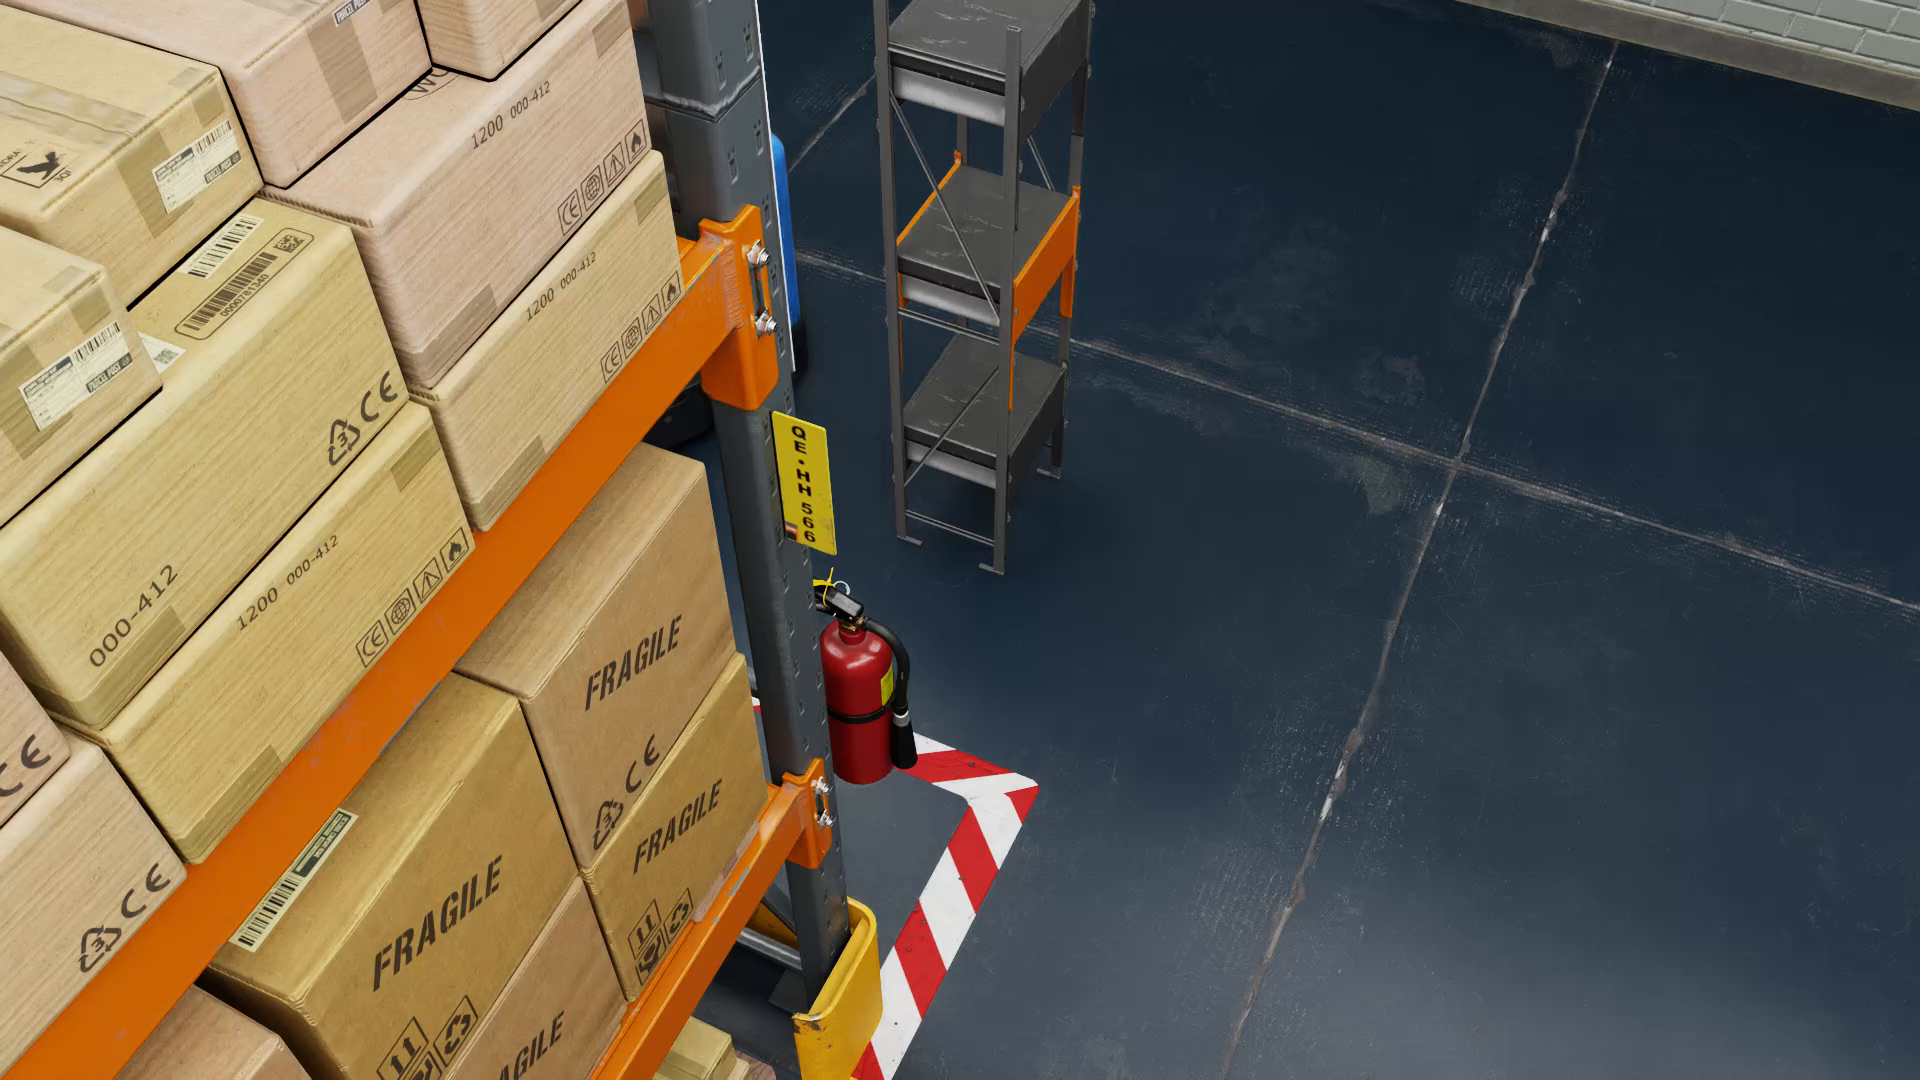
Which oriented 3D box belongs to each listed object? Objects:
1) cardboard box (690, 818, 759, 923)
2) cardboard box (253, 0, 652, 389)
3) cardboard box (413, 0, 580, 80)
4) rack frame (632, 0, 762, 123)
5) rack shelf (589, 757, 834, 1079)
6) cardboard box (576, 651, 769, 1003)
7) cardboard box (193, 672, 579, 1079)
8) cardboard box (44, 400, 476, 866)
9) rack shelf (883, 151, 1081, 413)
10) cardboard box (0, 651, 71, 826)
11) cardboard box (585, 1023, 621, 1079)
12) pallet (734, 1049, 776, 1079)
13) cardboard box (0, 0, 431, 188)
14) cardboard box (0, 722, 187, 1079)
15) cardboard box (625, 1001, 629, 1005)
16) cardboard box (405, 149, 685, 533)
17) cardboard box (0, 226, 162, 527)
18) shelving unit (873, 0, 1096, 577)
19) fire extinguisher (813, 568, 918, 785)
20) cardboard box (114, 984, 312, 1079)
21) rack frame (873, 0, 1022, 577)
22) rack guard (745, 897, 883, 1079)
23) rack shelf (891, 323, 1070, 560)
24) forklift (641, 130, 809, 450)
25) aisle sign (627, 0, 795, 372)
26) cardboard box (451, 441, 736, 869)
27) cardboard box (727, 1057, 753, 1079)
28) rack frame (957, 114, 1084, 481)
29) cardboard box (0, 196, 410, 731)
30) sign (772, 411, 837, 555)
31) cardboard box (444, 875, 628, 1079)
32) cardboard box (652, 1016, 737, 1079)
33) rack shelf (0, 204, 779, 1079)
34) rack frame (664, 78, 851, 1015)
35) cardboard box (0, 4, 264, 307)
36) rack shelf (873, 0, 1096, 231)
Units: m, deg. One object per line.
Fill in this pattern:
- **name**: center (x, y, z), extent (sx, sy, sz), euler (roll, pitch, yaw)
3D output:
- **cardboard box**: center (-0.646, 0.587, 3.446), extent (0.380, 0.149, 0.250), euler (20, 52, 16)
- **cardboard box**: center (-0.729, -0.496, 2.003), extent (0.500, 0.250, 0.500), euler (18, 52, 15)
- **cardboard box**: center (-0.639, -0.701, 1.916), extent (0.380, 0.149, 0.250), euler (19, 52, 16)
- **rack frame**: center (-0.762, -1.755, 1.335), extent (1.000, 3.000, 0.127), euler (20, 52, 16)
- **rack shelf**: center (-1.617, 1.800, 2.722), extent (1.077, 0.370, 4.000), euler (20, 52, 16)
- **cardboard box**: center (-0.722, 0.454, 3.134), extent (0.500, 0.500, 0.500), euler (21, 53, 17)
- **cardboard box**: center (-0.949, 0.481, 2.453), extent (0.500, 0.500, 0.500), euler (18, 52, 15)
- **cardboard box**: center (-0.929, 0.019, 1.893), extent (0.500, 0.250, 0.500), euler (20, 52, 16)
- **rack shelf**: center (0.071, -0.786, 5.058), extent (0.431, 0.518, 0.480), euler (20, 52, 16)
- **cardboard box**: center (-1.168, 0.208, 1.404), extent (0.500, 0.250, 0.500), euler (21, 53, 17)
- **cardboard box**: center (-0.880, 0.924, 3.159), extent (0.380, 0.149, 0.250), euler (19, 52, 16)
- **pallet**: center (-1.174, 1.693, 4.171), extent (1.003, 0.211, 1.213), euler (20, 52, 16)
- **cardboard box**: center (-0.813, -0.556, 1.793), extent (0.380, 0.149, 0.250), euler (20, 53, 17)
- **cardboard box**: center (-1.153, 0.356, 1.607), extent (0.500, 0.250, 0.500), euler (22, 53, 18)
- **cardboard box**: center (-0.786, 0.746, 3.311), extent (0.380, 0.149, 0.250), euler (20, 52, 16)
- **cardboard box**: center (-0.717, -0.335, 2.194), extent (0.500, 0.250, 0.500), euler (19, 52, 15)
- **cardboard box**: center (-0.956, -0.169, 1.463), extent (0.380, 0.149, 0.250), euler (21, 53, 17)
- **shelving unit**: center (0.071, -0.794, 5.047), extent (0.431, 2.100, 0.503), euler (20, 52, 16)
- **fire extinguisher**: center (-0.237, 0.312, 3.811), extent (0.296, 0.674, 0.183), euler (20, 52, 16)
- **cardboard box**: center (-1.163, 0.842, 2.146), extent (0.500, 0.500, 0.500), euler (22, 53, 18)
- **rack frame**: center (-0.034, -0.626, 4.904), extent (0.400, 2.100, 0.015), euler (20, 52, 16)
- **rack guard**: center (-0.795, 1.052, 4.527), extent (1.175, 0.500, 0.348), euler (20, 52, 16)
- **rack shelf**: center (0.071, -0.332, 5.591), extent (0.431, 0.518, 0.480), euler (20, 52, 16)
- **forklift**: center (-2.065, -1.210, 4.855), extent (3.031, 2.935, 1.130), euler (-28, 55, -22)
- **aisle sign**: center (-0.460, -0.606, 2.589), extent (0.394, 0.787, 0.004), euler (20, 52, 16)
- **cardboard box**: center (-0.733, 0.132, 2.750), extent (0.500, 0.500, 0.500), euler (19, 52, 15)
- **cardboard box**: center (-0.730, 1.337, 4.044), extent (0.380, 0.149, 0.250), euler (19, 52, 15)
- **rack frame**: center (0.175, -0.962, 5.190), extent (0.400, 2.100, 0.015), euler (20, 52, 16)
- **cardboard box**: center (-0.946, -0.144, 1.703), extent (0.500, 0.250, 0.500), euler (19, 52, 15)
- **sign**: center (-0.269, -0.094, 2.893), extent (0.100, 0.325, 0.005), euler (20, 52, 16)
- **cardboard box**: center (-0.946, 0.807, 2.833), extent (0.500, 0.500, 0.500), euler (19, 52, 16)
- **cardboard box**: center (-0.759, 1.231, 3.938), extent (0.380, 0.149, 0.250), euler (20, 53, 16)
- **rack shelf**: center (-1.617, 0.827, 1.579), extent (1.077, 0.370, 4.000), euler (20, 52, 16)
- **rack frame**: center (-0.762, 0.189, 3.619), extent (1.000, 3.000, 0.127), euler (20, 52, 16)
- **cardboard box**: center (-0.941, -0.386, 1.648), extent (0.380, 0.149, 0.250), euler (18, 52, 15)
- **rack shelf**: center (0.071, -1.239, 4.525), extent (0.431, 0.518, 0.480), euler (20, 52, 16)
